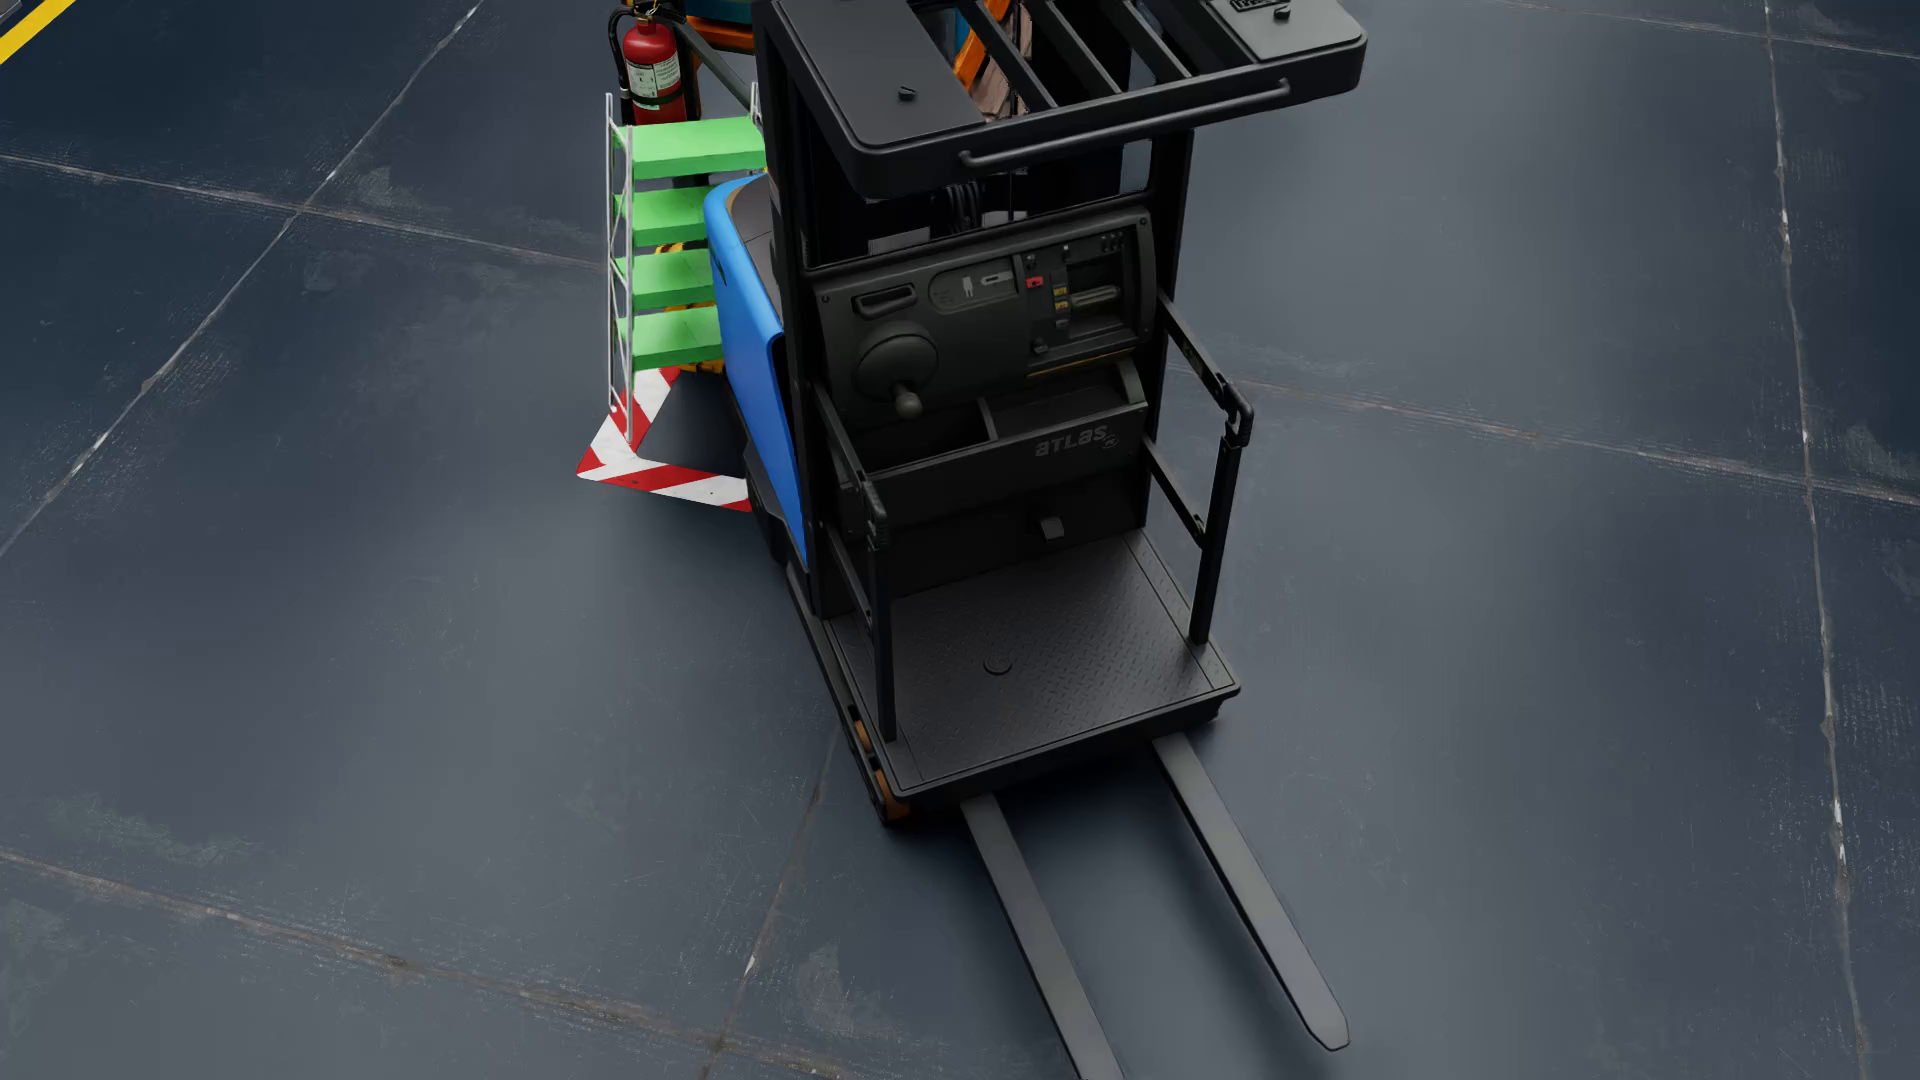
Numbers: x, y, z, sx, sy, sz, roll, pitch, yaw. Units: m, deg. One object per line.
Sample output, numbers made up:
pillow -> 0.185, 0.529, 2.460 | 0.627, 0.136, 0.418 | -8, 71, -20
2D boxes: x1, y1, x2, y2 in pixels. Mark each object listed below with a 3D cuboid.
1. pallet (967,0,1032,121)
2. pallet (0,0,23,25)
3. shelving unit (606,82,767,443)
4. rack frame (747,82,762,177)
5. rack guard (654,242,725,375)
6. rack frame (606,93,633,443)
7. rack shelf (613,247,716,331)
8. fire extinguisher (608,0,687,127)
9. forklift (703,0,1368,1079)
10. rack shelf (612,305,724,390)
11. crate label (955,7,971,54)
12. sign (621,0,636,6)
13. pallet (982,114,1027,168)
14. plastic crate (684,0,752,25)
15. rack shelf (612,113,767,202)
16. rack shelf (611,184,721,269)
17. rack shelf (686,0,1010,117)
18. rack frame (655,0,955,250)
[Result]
pallet -> 0.064, -2.228, 7.575 | 1.003, 0.211, 1.213 | 12, 50, 10
pallet -> -5.157, -2.330, 7.666 | 1.003, 0.211, 1.213 | 12, 50, 10
shelving unit -> -0.919, -0.925, 5.660 | 0.503, 1.200, 0.258 | -12, 43, -24
rack frame -> -0.701, -0.970, 5.759 | 0.015, 1.200, 0.240 | -12, 43, -24
rack guard -> -0.507, -0.835, 6.153 | 1.175, 0.500, 0.348 | 12, 50, 10
rack frame -> -1.137, -0.880, 5.561 | 0.015, 1.200, 0.240 | -12, 43, -24
rack shelf -> -0.927, -0.875, 5.699 | 0.480, 0.148, 0.258 | -12, 43, -24
fire extinguisher -> -0.992, -1.513, 5.385 | 0.296, 0.674, 0.183 | 12, 50, 10
forklift -> 0.159, -0.490, 4.228 | 1.130, 2.935, 3.031 | -16, 50, -14
rack shelf -> -0.957, -0.690, 5.849 | 0.480, 0.148, 0.258 | -12, 43, -24
crate label -> -0.131, -1.760, 5.374 | 0.416, 0.233, 0.303 | 12, 50, 10
sign -> -1.049, -1.833, 5.258 | 0.100, 0.325, 0.005 | 12, 50, 10
pallet -> -0.259, -1.348, 6.799 | 1.003, 0.211, 1.213 | 12, 50, 10
plastic crate -> -0.606, -1.992, 5.444 | 0.616, 0.435, 0.499 | 12, 50, 10
rack shelf -> -0.868, -1.246, 5.400 | 0.480, 0.148, 0.258 | -12, 43, -24
rack shelf -> -0.897, -1.060, 5.550 | 0.480, 0.148, 0.258 | -12, 43, -24
rack shelf -> 0.013, -2.890, 6.780 | 1.077, 0.370, 4.000 | 12, 50, 10
rack frame -> -0.514, -1.682, 5.234 | 1.000, 3.000, 0.127 | 12, 50, 10
